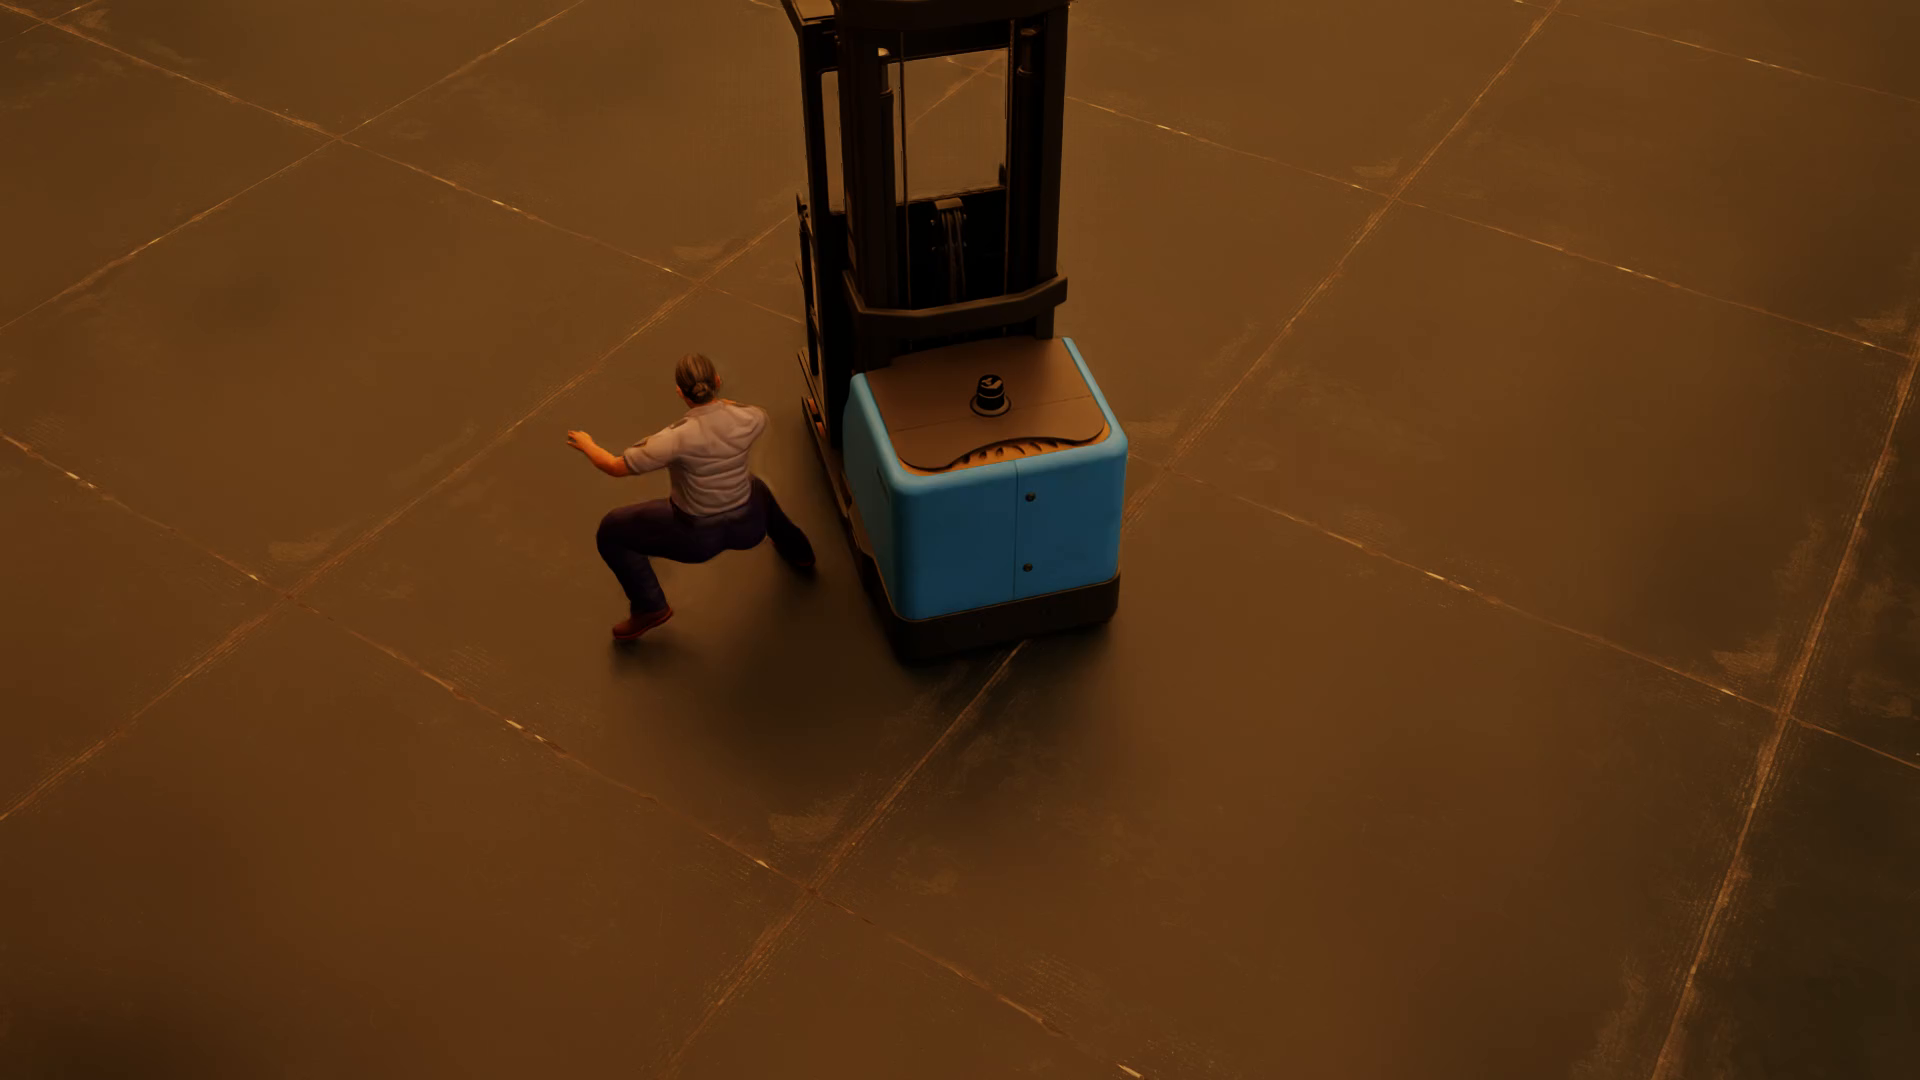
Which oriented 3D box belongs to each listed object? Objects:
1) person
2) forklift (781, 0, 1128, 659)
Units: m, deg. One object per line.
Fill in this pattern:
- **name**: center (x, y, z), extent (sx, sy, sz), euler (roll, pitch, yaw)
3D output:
- **person**: center (-1.136, -0.253, 7.197), extent (1.009, 1.397, 0.694), euler (-21, 47, -21)
- **forklift**: center (-0.181, -1.568, 7.503), extent (1.130, 2.935, 3.031), euler (-11, 45, -12)
